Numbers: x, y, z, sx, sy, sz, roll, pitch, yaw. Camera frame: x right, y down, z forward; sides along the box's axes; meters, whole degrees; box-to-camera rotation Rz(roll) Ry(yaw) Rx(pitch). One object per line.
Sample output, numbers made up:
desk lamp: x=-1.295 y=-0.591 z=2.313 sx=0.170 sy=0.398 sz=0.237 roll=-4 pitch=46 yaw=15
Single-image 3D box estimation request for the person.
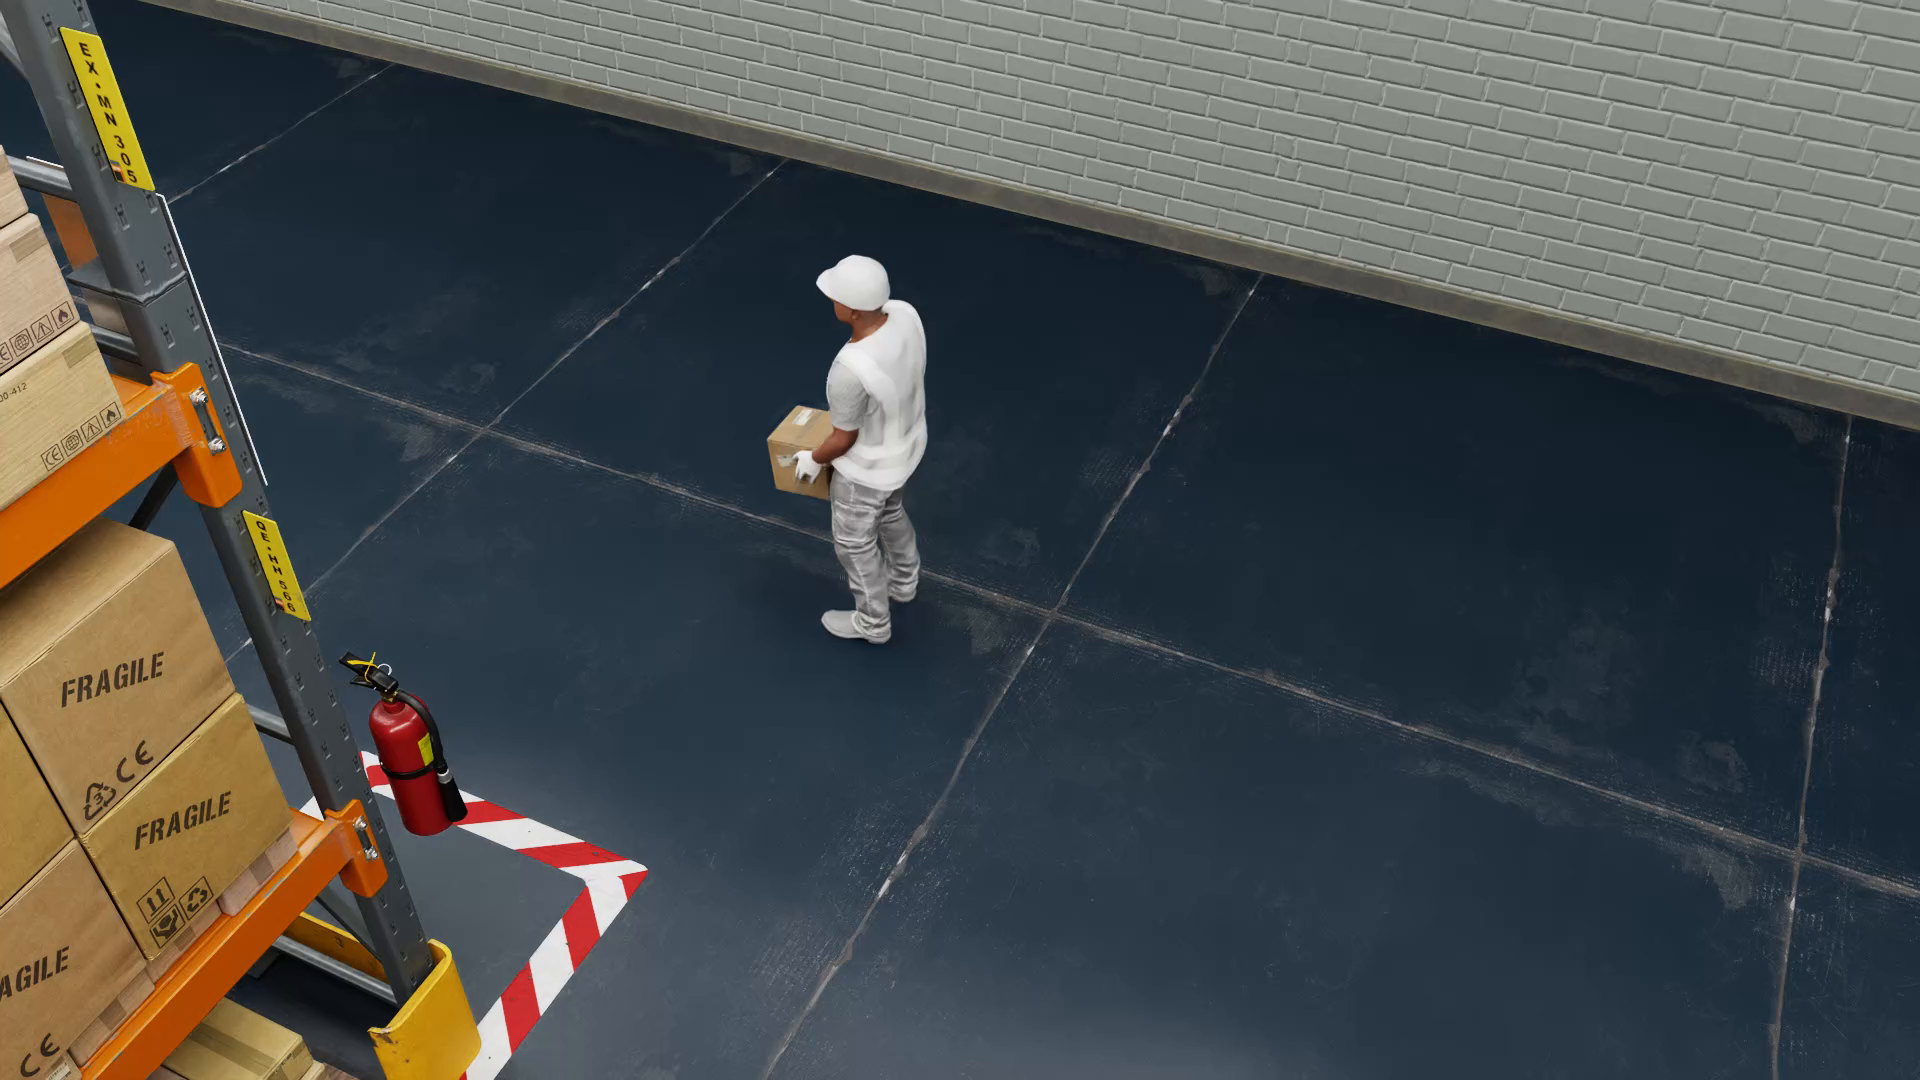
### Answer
person: x=-0.379 y=-0.348 z=6.534 sx=0.469 sy=1.787 sz=0.555 roll=17 pitch=44 yaw=18
